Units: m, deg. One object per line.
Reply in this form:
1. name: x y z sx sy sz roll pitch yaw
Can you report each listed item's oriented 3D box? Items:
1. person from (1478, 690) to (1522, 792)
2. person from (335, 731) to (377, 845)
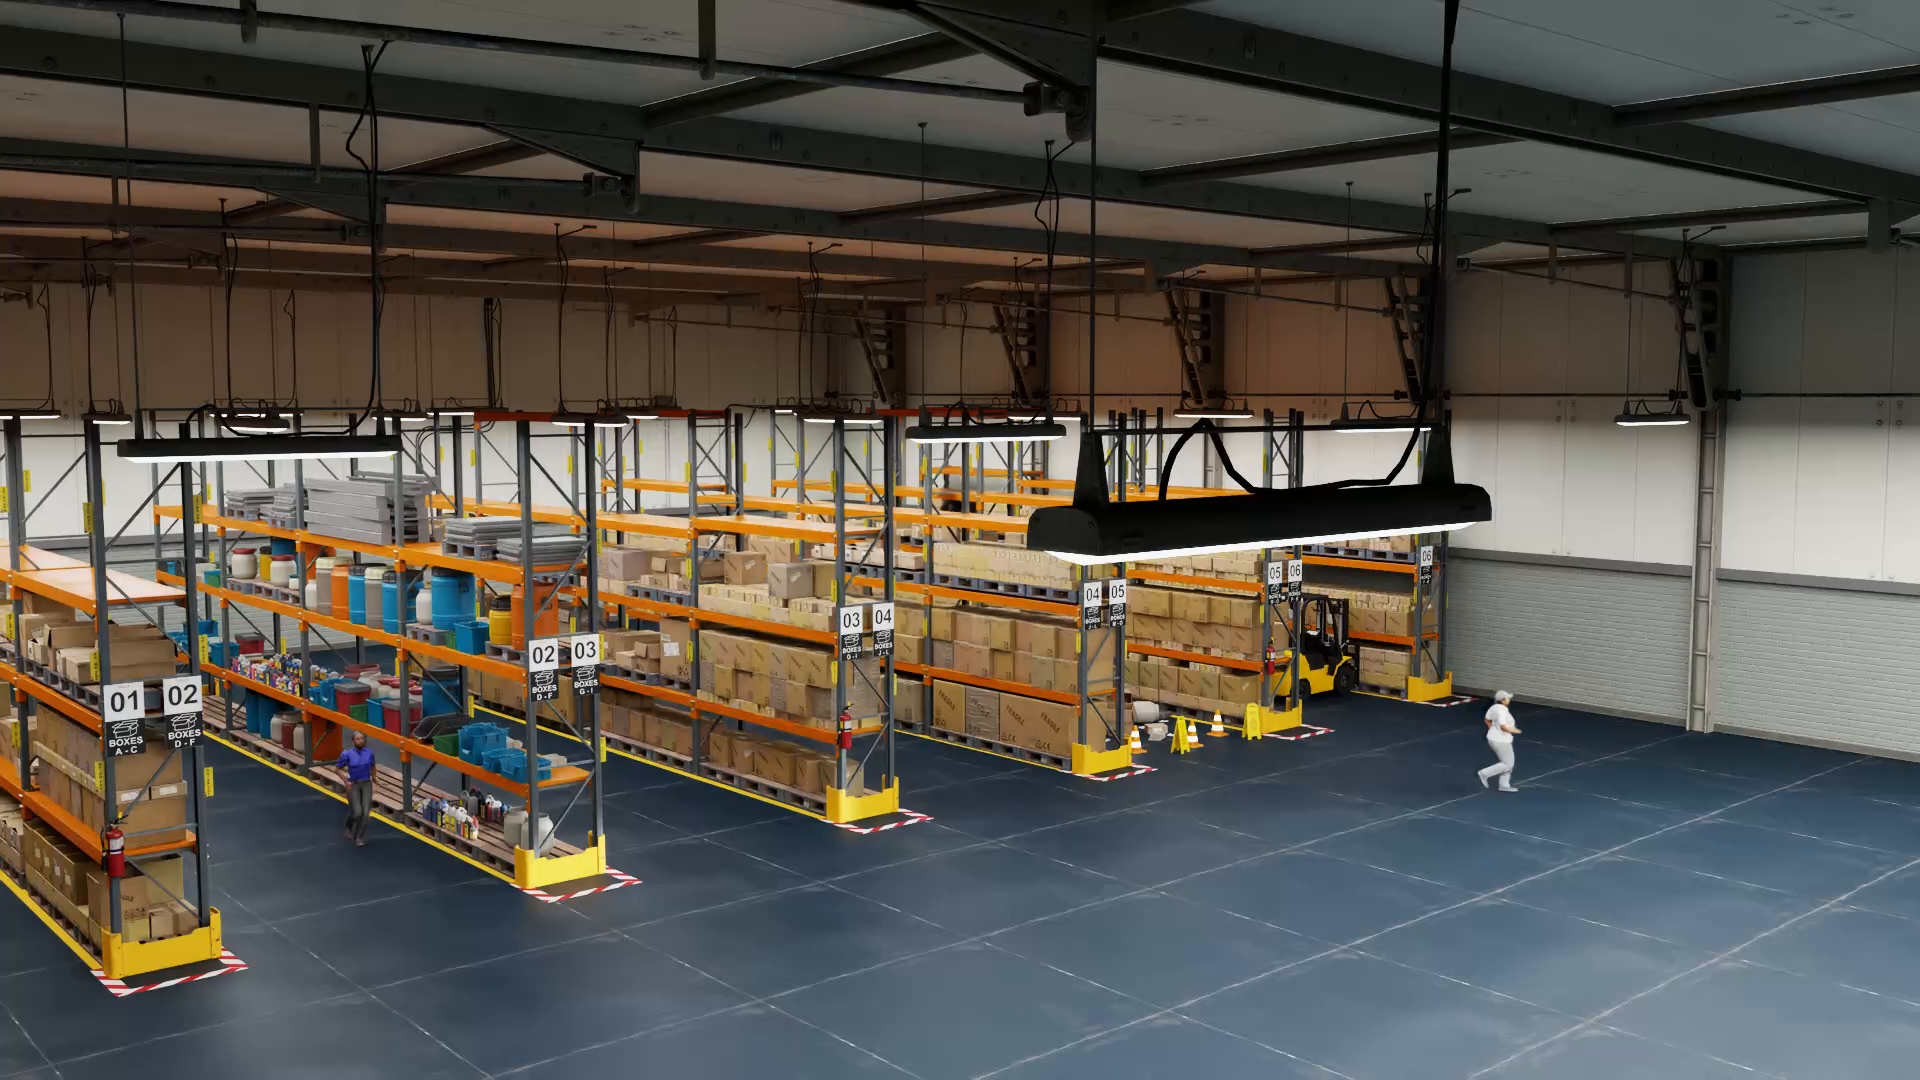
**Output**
1. person: 8.547 3.198 26.421 0.679 1.630 0.616 0 5 -1
2. person: -8.414 3.484 23.301 0.550 1.598 0.544 -4 7 -40
